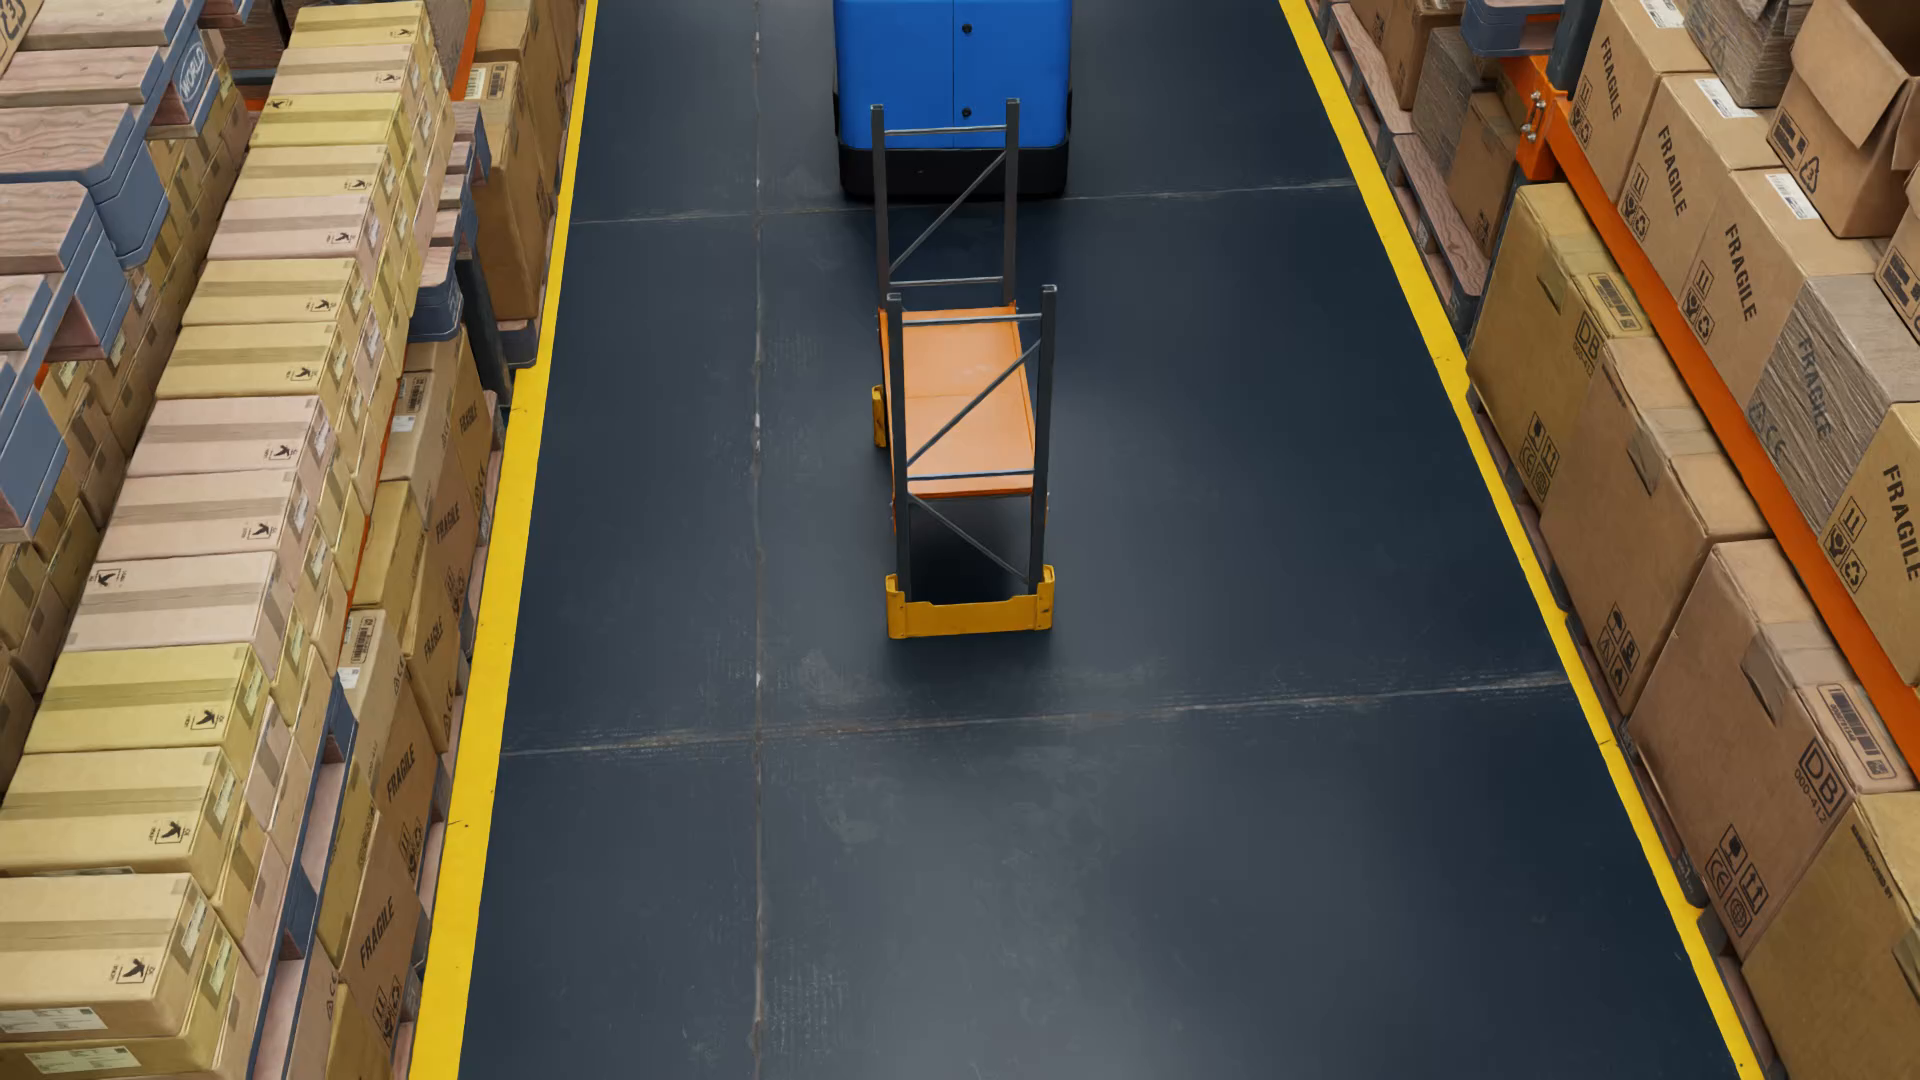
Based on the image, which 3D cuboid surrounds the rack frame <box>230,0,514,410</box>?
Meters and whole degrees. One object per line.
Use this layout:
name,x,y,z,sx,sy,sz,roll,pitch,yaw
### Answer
rack frame,-2.327,-1.577,5.678,1.000,3.000,0.127,-3,47,-3

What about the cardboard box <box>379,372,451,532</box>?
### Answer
cardboard box,-1.955,-0.277,5.362,0.500,0.250,0.500,-3,47,-3

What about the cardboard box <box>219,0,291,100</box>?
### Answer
cardboard box,-2.632,-1.921,5.935,0.500,0.500,0.500,-3,47,-3

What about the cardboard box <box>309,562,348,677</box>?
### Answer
cardboard box,-1.655,0.198,3.880,0.380,0.149,0.250,-5,47,-5

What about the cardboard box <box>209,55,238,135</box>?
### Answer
cardboard box,-2.487,-1.376,5.166,0.380,0.149,0.250,-2,47,-2

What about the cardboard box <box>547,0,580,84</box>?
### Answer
cardboard box,-2.443,-2.701,8.002,1.050,0.750,0.750,-3,47,-3

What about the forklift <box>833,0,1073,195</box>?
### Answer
forklift,-0.048,-3.651,7.689,1.130,2.935,3.031,-1,47,-1

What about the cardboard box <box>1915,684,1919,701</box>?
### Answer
cardboard box,2.613,0.374,3.761,0.500,0.500,0.500,-2,47,-2

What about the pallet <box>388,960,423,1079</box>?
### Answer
pallet,-2.059,1.712,4.483,1.003,0.211,1.213,-3,47,-3

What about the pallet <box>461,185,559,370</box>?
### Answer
pallet,-2.318,-1.194,7.235,1.003,0.211,1.213,-3,47,-3

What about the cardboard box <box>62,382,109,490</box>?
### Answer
cardboard box,-2.351,-0.249,4.099,0.380,0.149,0.250,-2,47,-2

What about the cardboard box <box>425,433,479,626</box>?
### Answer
cardboard box,-1.972,-0.026,5.641,0.500,0.500,0.500,-2,47,-2

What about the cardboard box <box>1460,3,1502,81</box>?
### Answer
cardboard box,2.483,-2.222,7.190,0.500,0.250,0.500,1,47,1

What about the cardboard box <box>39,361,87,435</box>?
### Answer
cardboard box,-2.353,-0.362,4.001,0.380,0.149,0.250,-4,47,-4

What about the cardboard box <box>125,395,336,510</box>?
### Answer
cardboard box,-1.676,-0.194,3.842,0.380,0.149,0.250,-2,47,-2

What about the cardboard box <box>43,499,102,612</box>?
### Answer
cardboard box,-2.335,0.041,4.029,0.380,0.149,0.250,-2,47,-2

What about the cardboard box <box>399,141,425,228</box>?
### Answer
cardboard box,-1.783,-1.025,4.834,0.380,0.149,0.250,-2,47,-2

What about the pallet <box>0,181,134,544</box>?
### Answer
pallet,-1.938,-0.103,2.345,1.213,0.211,1.003,-3,47,-3

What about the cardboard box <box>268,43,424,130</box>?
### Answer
cardboard box,-1.810,-1.331,4.919,0.380,0.149,0.250,-4,47,-4

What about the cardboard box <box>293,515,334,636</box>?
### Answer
cardboard box,-1.660,0.086,3.781,0.380,0.149,0.250,-2,47,-2

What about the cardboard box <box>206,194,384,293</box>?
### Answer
cardboard box,-1.748,-0.774,4.391,0.380,0.149,0.250,-3,47,-3

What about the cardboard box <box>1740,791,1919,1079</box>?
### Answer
cardboard box,2.885,1.213,4.210,1.225,0.875,0.875,-3,47,-3

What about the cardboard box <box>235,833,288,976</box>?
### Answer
cardboard box,-1.596,0.745,3.362,0.380,0.149,0.250,-3,47,-3

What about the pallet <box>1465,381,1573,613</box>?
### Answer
pallet,2.615,-0.272,6.362,1.003,0.211,1.213,-3,47,-3

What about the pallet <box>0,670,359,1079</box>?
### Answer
pallet,-1.911,0.821,3.539,1.003,0.211,1.213,-3,47,-3

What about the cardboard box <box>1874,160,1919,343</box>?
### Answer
cardboard box,2.783,-0.699,4.086,0.797,0.503,0.637,-2,47,-2

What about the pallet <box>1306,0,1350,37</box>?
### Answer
pallet,2.356,-3.178,9.114,1.003,0.211,1.213,-3,47,-3

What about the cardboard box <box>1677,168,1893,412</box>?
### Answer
cardboard box,2.485,-0.729,4.805,0.500,0.500,0.500,-4,47,-4

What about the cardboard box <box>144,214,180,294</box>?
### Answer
cardboard box,-2.415,-0.804,4.625,0.380,0.149,0.250,-3,47,-3

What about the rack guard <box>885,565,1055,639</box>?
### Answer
rack guard,0.035,0.219,5.870,0.587,0.250,0.087,-3,47,-3

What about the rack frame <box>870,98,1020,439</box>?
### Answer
rack frame,-0.050,-0.945,6.112,0.500,1.500,0.032,-3,47,-3

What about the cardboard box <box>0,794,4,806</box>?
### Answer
cardboard box,-2.264,0.615,3.485,0.380,0.149,0.250,-4,47,-3

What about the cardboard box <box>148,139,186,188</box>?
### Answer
cardboard box,-2.440,-1.122,4.721,0.380,0.149,0.250,-4,47,-4

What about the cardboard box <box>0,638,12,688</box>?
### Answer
cardboard box,-2.291,0.313,3.567,0.380,0.149,0.250,-5,47,-5

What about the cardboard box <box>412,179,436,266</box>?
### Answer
cardboard box,-1.787,-0.941,4.959,0.380,0.149,0.250,-3,47,-3

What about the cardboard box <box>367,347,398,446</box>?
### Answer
cardboard box,-1.726,-0.378,4.426,0.380,0.149,0.250,-2,47,-2

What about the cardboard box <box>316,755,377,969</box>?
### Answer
cardboard box,-1.838,0.838,4.306,0.500,0.250,0.500,-2,47,-2

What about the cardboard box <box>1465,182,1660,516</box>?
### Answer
cardboard box,2.661,-0.719,6.039,1.225,0.875,0.875,-5,47,-5

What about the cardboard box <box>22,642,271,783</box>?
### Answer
cardboard box,-1.615,0.354,3.323,0.380,0.149,0.250,-3,47,-3

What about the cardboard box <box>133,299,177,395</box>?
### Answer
cardboard box,-2.397,-0.523,4.563,0.380,0.149,0.250,-2,47,-2

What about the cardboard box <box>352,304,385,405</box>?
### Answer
cardboard box,-1.722,-0.475,4.313,0.380,0.149,0.250,-2,47,-2

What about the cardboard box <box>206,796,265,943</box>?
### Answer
cardboard box,-1.591,0.656,3.242,0.380,0.149,0.250,-4,47,-4

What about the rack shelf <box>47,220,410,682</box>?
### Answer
rack shelf,-2.160,0.117,4.569,1.077,0.370,4.000,-3,47,-3

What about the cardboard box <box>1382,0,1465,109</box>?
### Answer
cardboard box,2.434,-2.391,7.868,0.700,0.500,0.500,0,47,0

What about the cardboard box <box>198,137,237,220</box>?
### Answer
cardboard box,-2.468,-1.105,5.115,0.380,0.149,0.250,-1,47,-1

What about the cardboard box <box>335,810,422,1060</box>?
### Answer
cardboard box,-1.836,1.098,4.576,0.500,0.500,0.500,-2,47,-1

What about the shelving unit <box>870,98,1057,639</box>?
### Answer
shelving unit,-0.006,-0.571,5.758,0.587,1.500,1.083,-3,47,-3
